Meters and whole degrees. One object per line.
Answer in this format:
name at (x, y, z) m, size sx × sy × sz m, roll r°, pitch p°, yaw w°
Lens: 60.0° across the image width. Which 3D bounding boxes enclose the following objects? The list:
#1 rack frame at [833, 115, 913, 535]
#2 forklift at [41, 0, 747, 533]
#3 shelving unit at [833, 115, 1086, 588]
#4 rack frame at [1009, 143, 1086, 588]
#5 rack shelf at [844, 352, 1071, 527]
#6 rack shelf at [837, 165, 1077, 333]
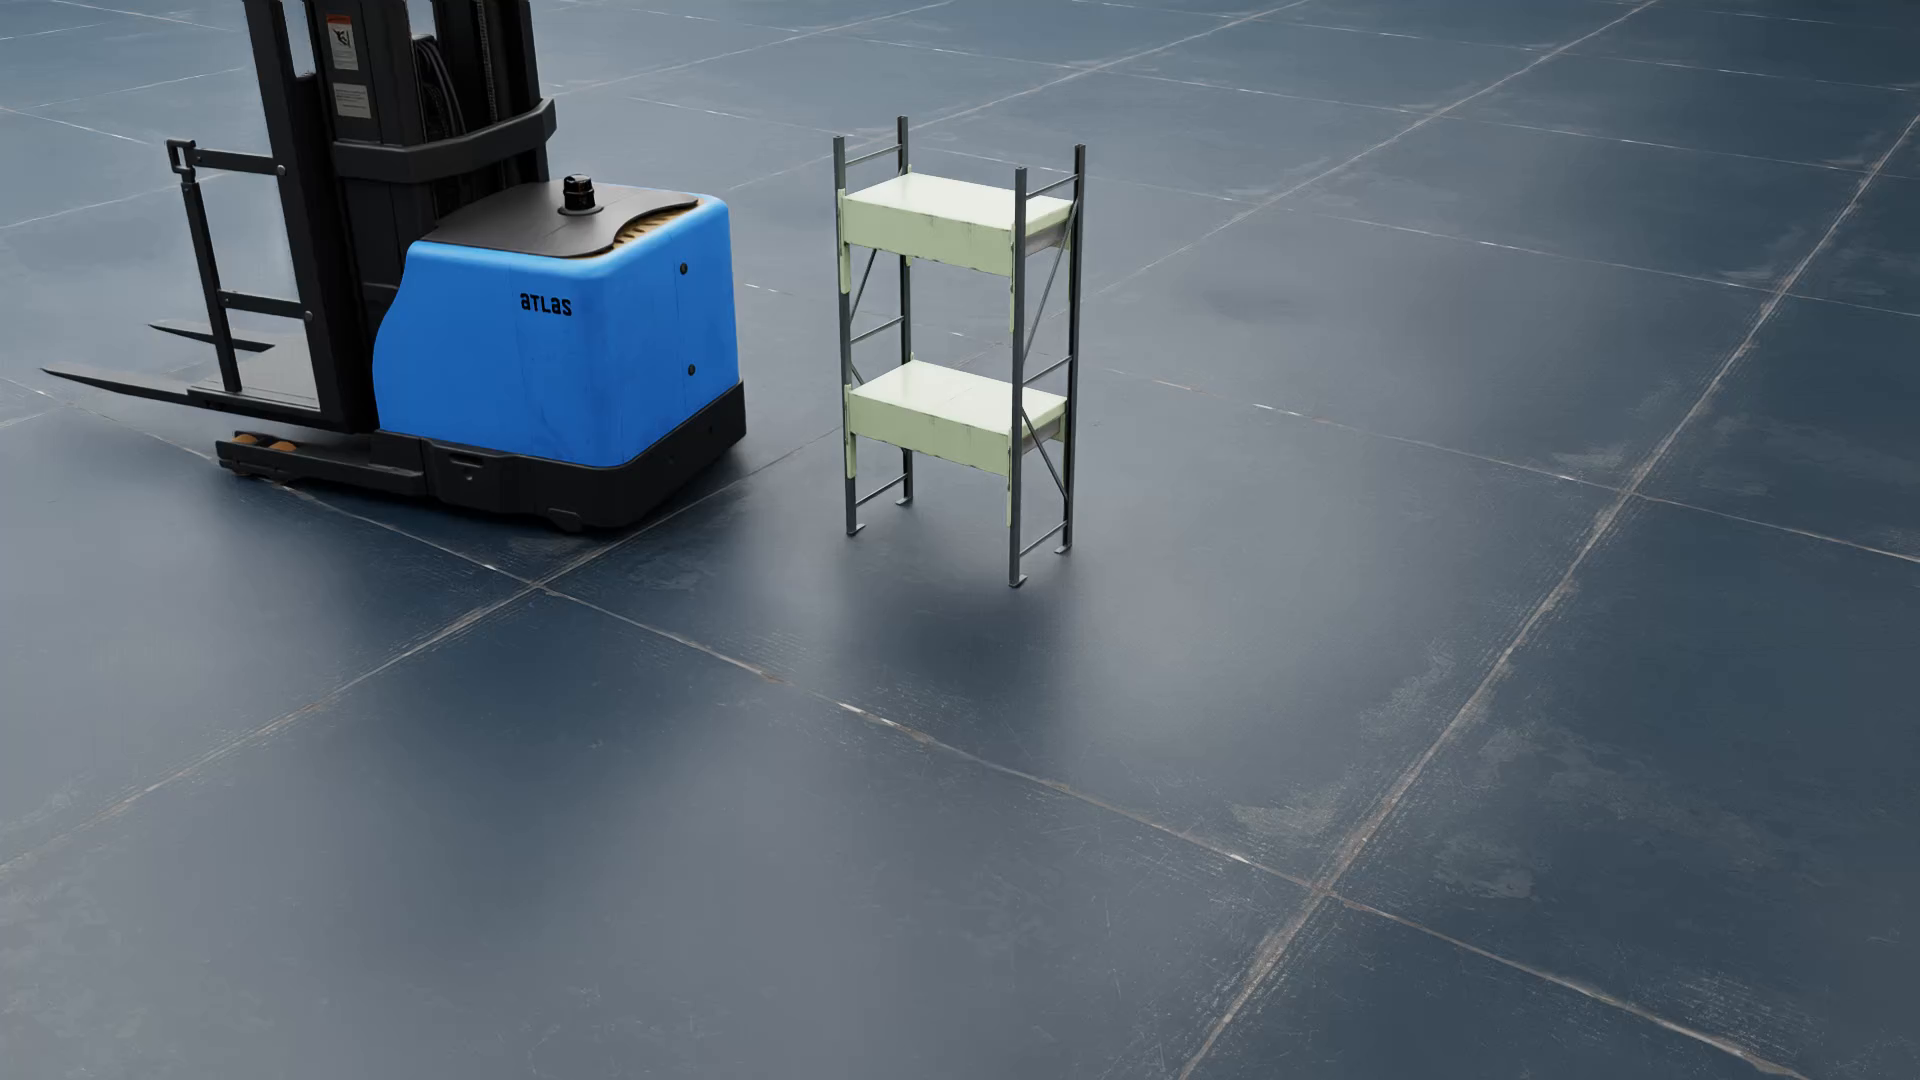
rack frame at (-0.307, -0.764, 6.098) m, size 0.023 × 1.500 × 0.400 m, roll 17°, pitch 32°, yaw 30°
forklift at (-2.465, -1.744, 6.446) m, size 3.031 × 2.935 × 1.130 m, roll 10°, pitch 29°, yaw 19°
shelving unit at (-0.006, -0.670, 5.913) m, size 0.755 × 1.500 × 0.431 m, roll 17°, pitch 32°, yaw 30°
rack frame at (0.296, -0.576, 5.729) m, size 0.023 × 1.500 × 0.400 m, roll 17°, pitch 32°, yaw 30°
rack shelf at (-0.006, -0.380, 6.061) m, size 0.720 × 0.370 × 0.431 m, roll 17°, pitch 32°, yaw 30°
rack shelf at (-0.006, -1.018, 5.736) m, size 0.720 × 0.370 × 0.431 m, roll 17°, pitch 32°, yaw 30°
